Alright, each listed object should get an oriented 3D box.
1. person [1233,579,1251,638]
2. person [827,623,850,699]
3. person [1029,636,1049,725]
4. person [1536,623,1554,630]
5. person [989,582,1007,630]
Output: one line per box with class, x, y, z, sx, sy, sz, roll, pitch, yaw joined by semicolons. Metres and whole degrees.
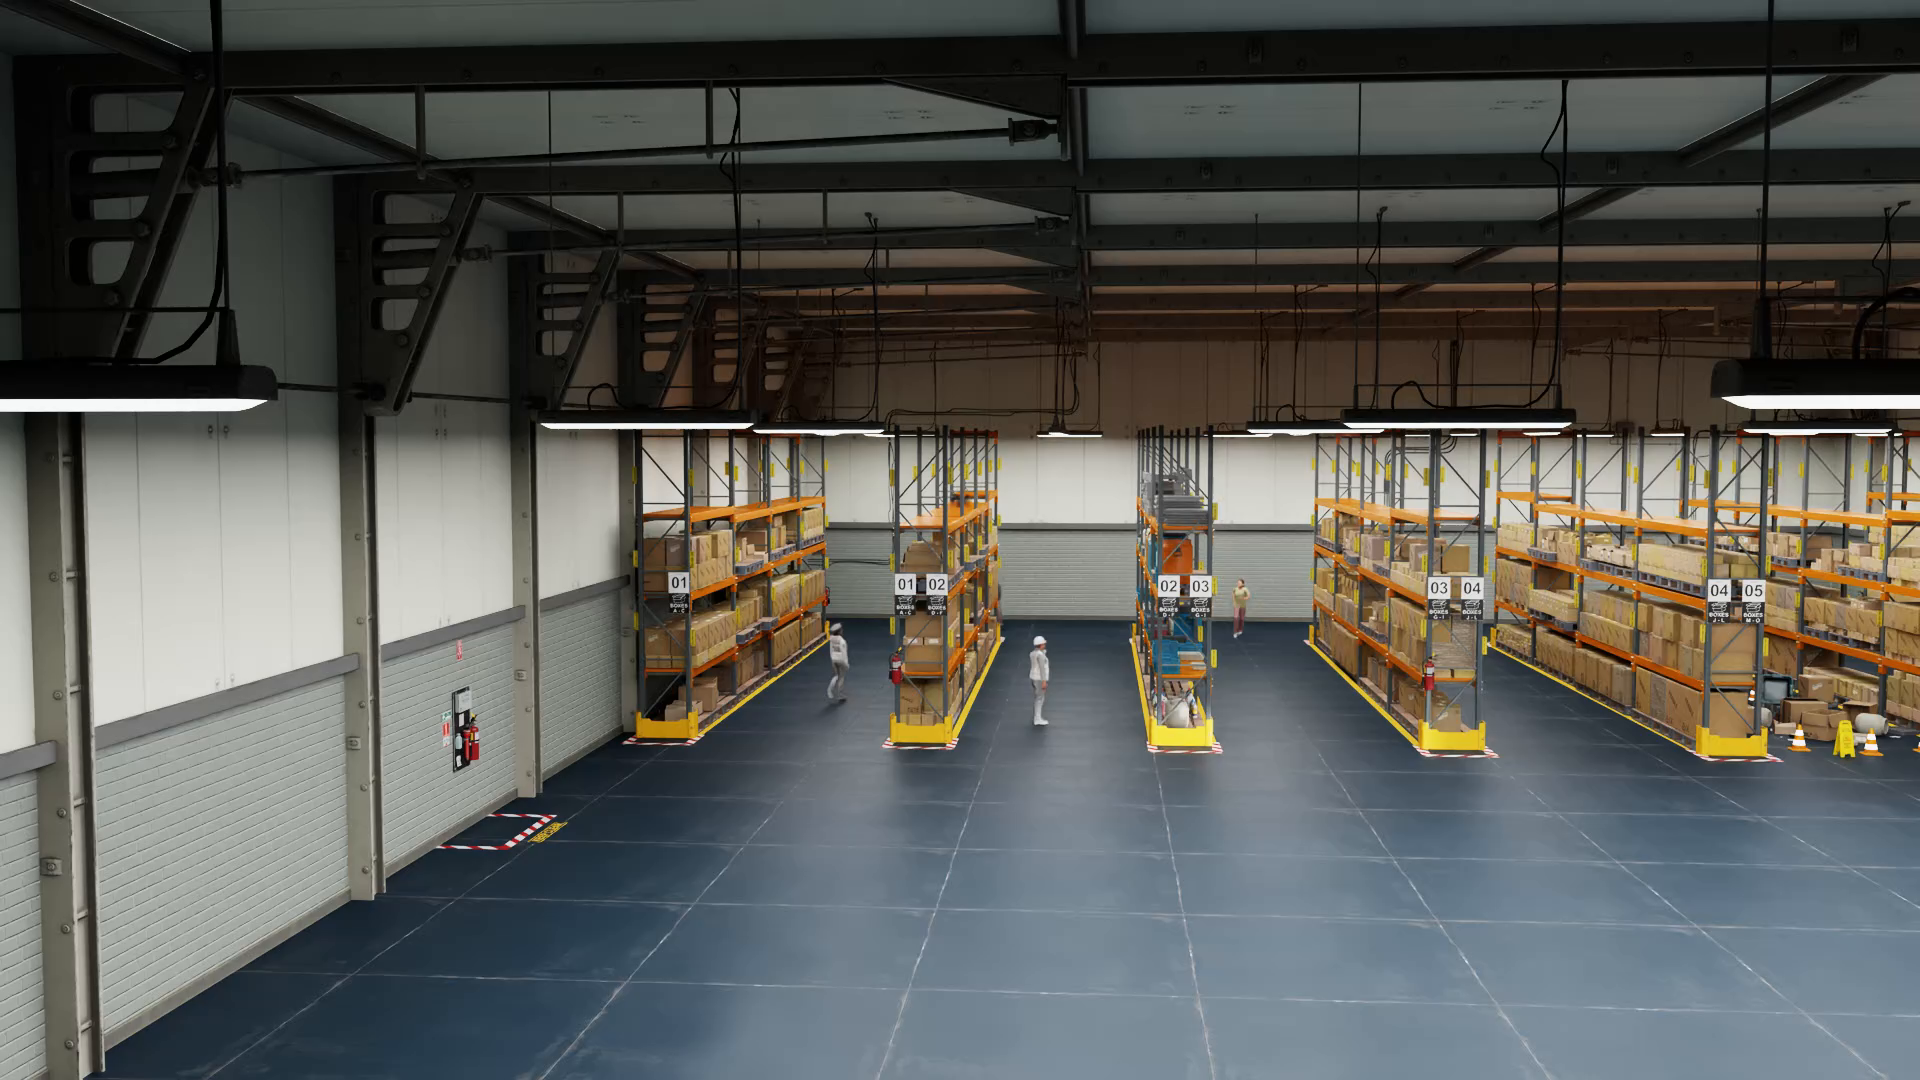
person;8.207;1.984;48.483;0.497;1.716;0.814;0;3;5
person;-2.685;2.668;36.560;0.493;1.686;0.497;3;4;40
person;1.649;2.837;33.527;0.454;1.804;0.598;-1;4;-15
person;16.481;2.008;47.166;1.039;1.711;0.619;1;4;23
person;1.047;1.842;50.172;0.585;1.670;0.951;-2;4;-25
